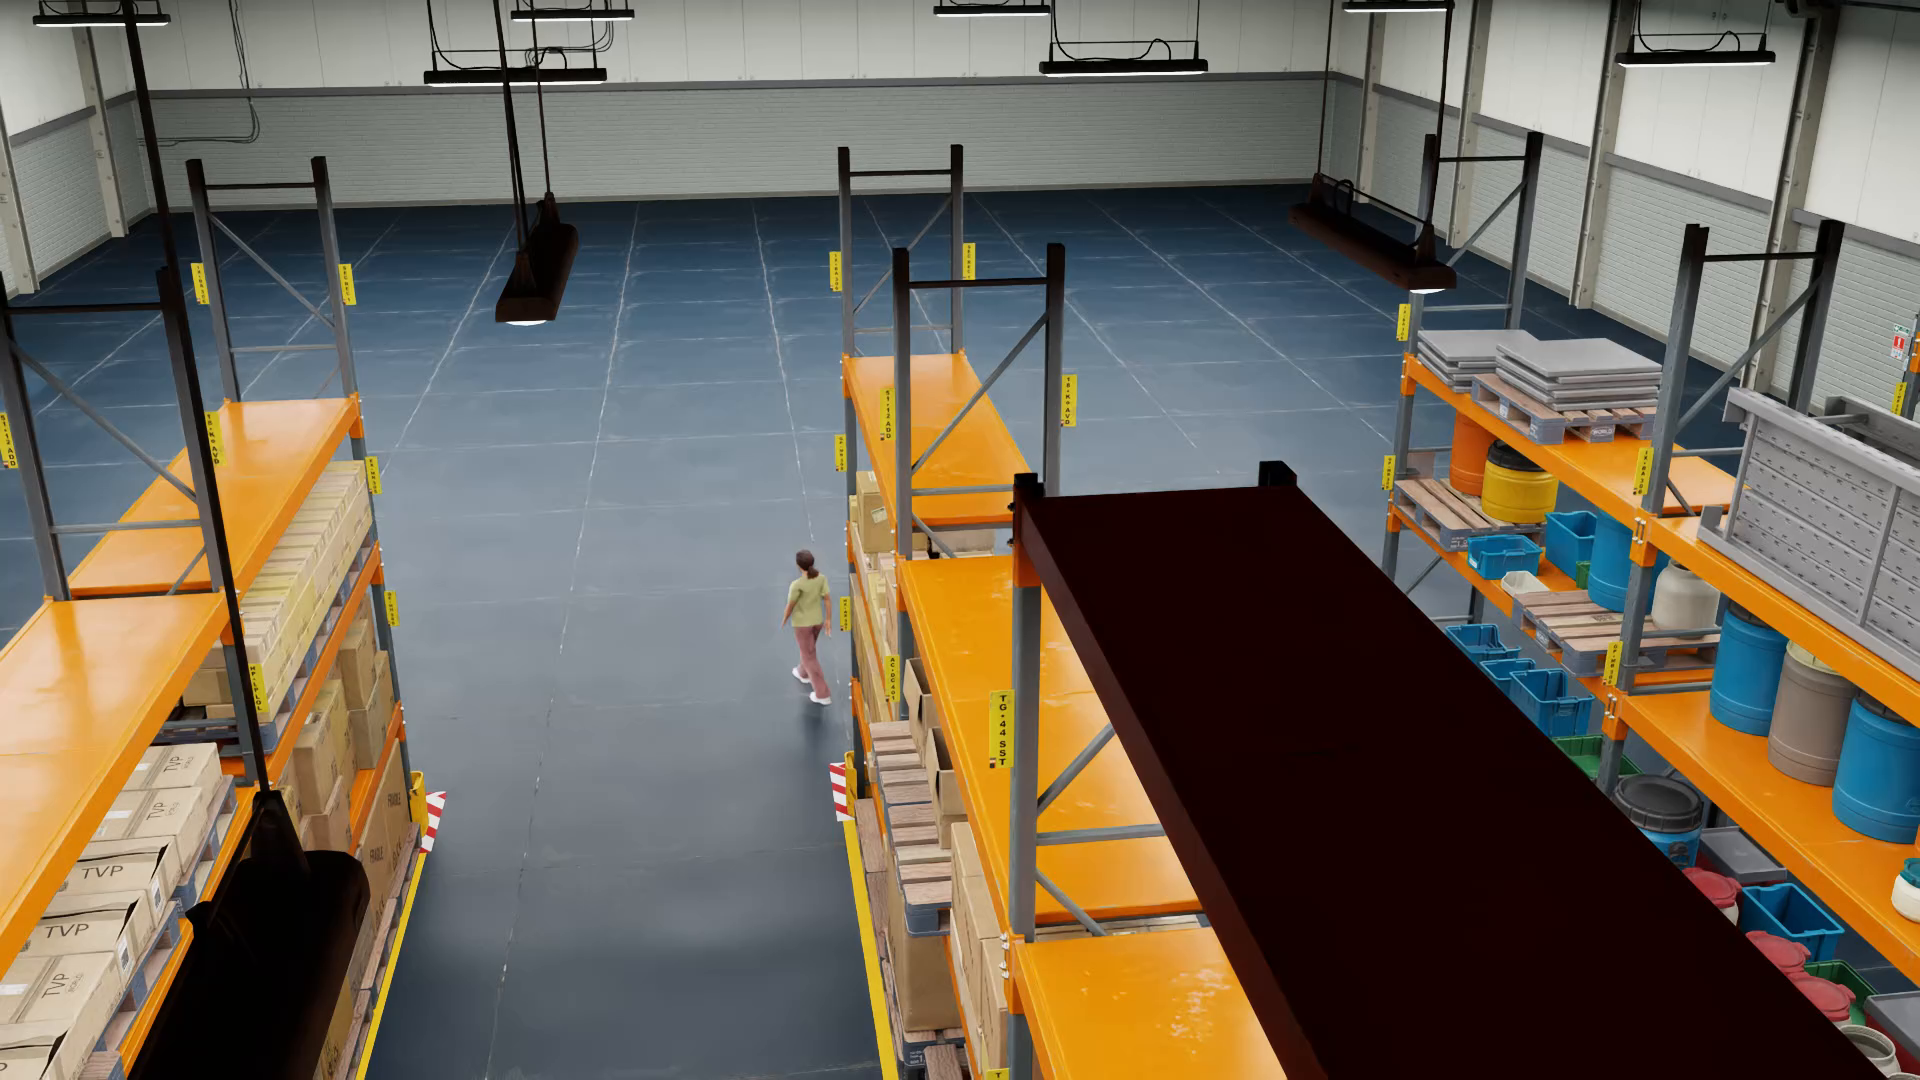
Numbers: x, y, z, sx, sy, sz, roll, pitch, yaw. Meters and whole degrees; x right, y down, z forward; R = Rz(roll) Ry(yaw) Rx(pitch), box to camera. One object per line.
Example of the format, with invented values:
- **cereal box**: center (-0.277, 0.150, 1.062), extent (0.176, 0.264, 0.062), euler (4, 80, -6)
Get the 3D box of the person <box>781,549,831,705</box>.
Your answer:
- **person**: center (-1.621, 0.845, 17.238), extent (0.874, 1.635, 0.482), euler (20, 29, 40)
